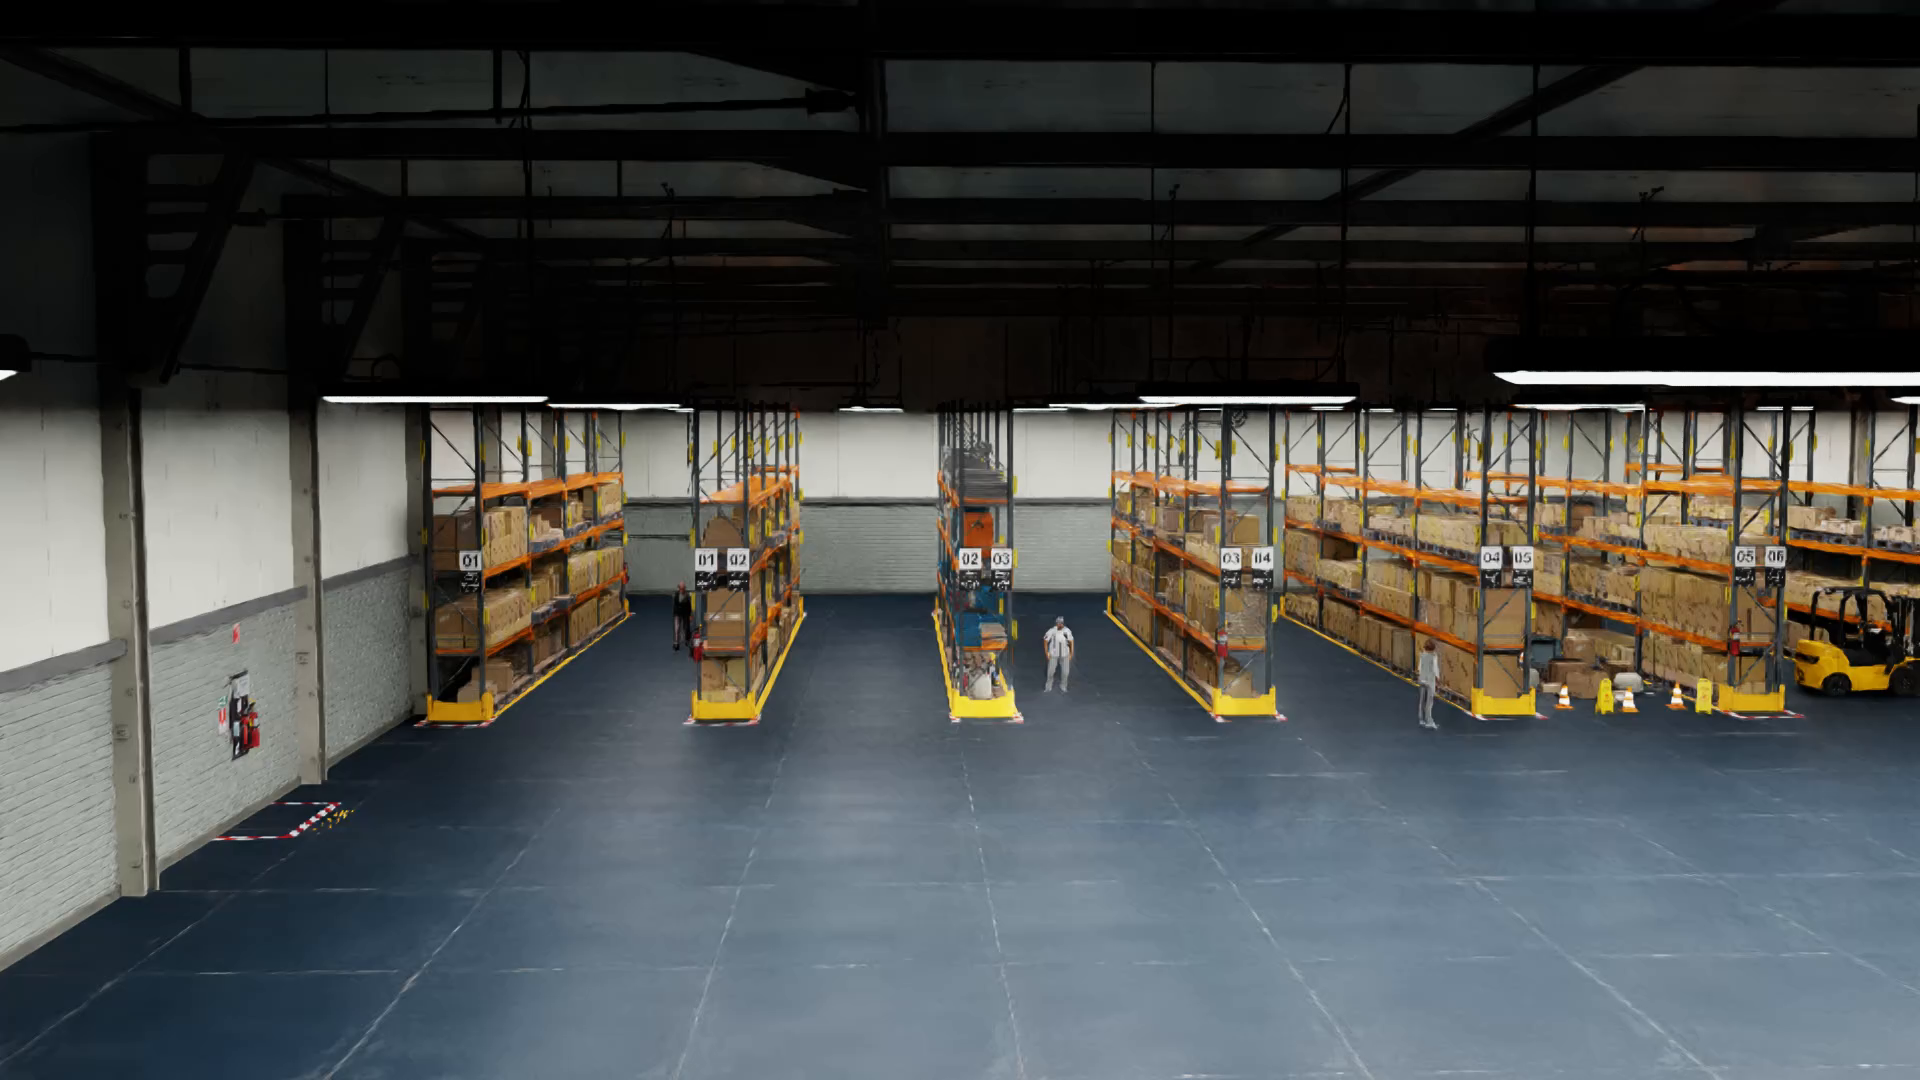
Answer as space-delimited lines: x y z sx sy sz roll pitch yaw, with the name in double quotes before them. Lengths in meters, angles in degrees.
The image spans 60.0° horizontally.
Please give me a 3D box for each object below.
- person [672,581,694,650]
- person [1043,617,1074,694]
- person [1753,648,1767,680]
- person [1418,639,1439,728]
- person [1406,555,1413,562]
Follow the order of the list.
"person" -6.740 1.818 40.460 0.543 1.649 1.119 0 4 -5
"person" 2.016 2.349 33.958 0.625 1.611 0.582 0 4 -4
"person" 17.069 2.209 35.627 0.450 1.599 0.467 2 5 28
"person" 8.569 2.606 30.378 0.405 1.600 0.468 -3 5 -34
"person" 14.319 0.890 52.421 0.633 1.710 0.584 -3 5 -36
